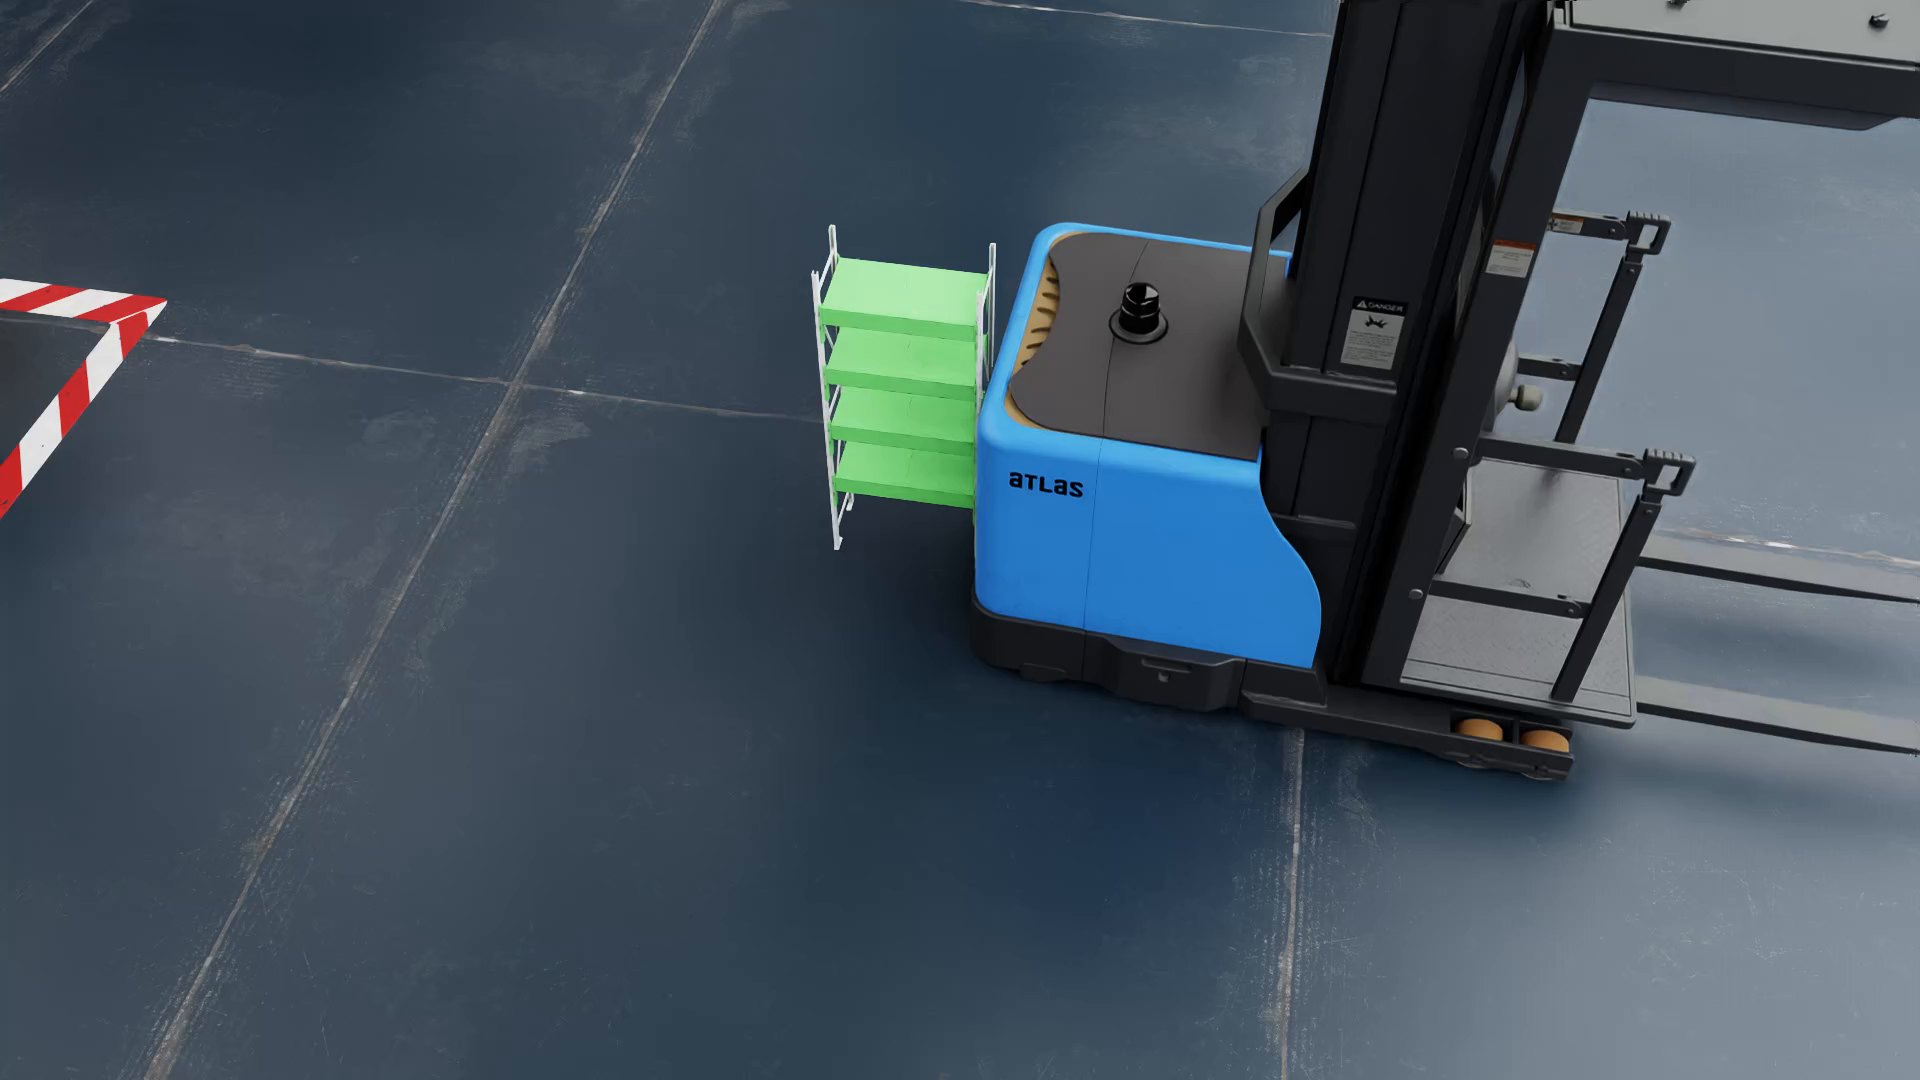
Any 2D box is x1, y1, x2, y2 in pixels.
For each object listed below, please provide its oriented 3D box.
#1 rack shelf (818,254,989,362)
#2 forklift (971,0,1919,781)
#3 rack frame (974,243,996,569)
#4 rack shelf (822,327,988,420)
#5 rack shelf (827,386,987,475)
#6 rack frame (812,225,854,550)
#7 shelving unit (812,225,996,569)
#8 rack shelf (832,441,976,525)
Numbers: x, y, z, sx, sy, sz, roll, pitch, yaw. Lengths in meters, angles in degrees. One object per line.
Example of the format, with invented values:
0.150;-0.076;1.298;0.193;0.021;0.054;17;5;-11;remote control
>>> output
-0.163;-0.701;5.014;0.480;0.148;0.258;8;49;7;rack shelf
1.607;-0.682;4.393;3.031;2.935;1.130;9;49;8;forklift
0.077;-0.391;5.294;0.015;1.200;0.240;8;49;7;rack frame
-0.163;-0.541;5.192;0.480;0.148;0.258;8;49;7;rack shelf
-0.163;-0.380;5.371;0.480;0.148;0.258;8;49;7;rack shelf
-0.403;-0.455;5.352;0.015;1.200;0.240;8;49;7;rack frame
-0.163;-0.423;5.323;0.503;1.200;0.258;8;49;7;shelving unit
-0.163;-0.220;5.549;0.480;0.148;0.258;8;49;7;rack shelf
